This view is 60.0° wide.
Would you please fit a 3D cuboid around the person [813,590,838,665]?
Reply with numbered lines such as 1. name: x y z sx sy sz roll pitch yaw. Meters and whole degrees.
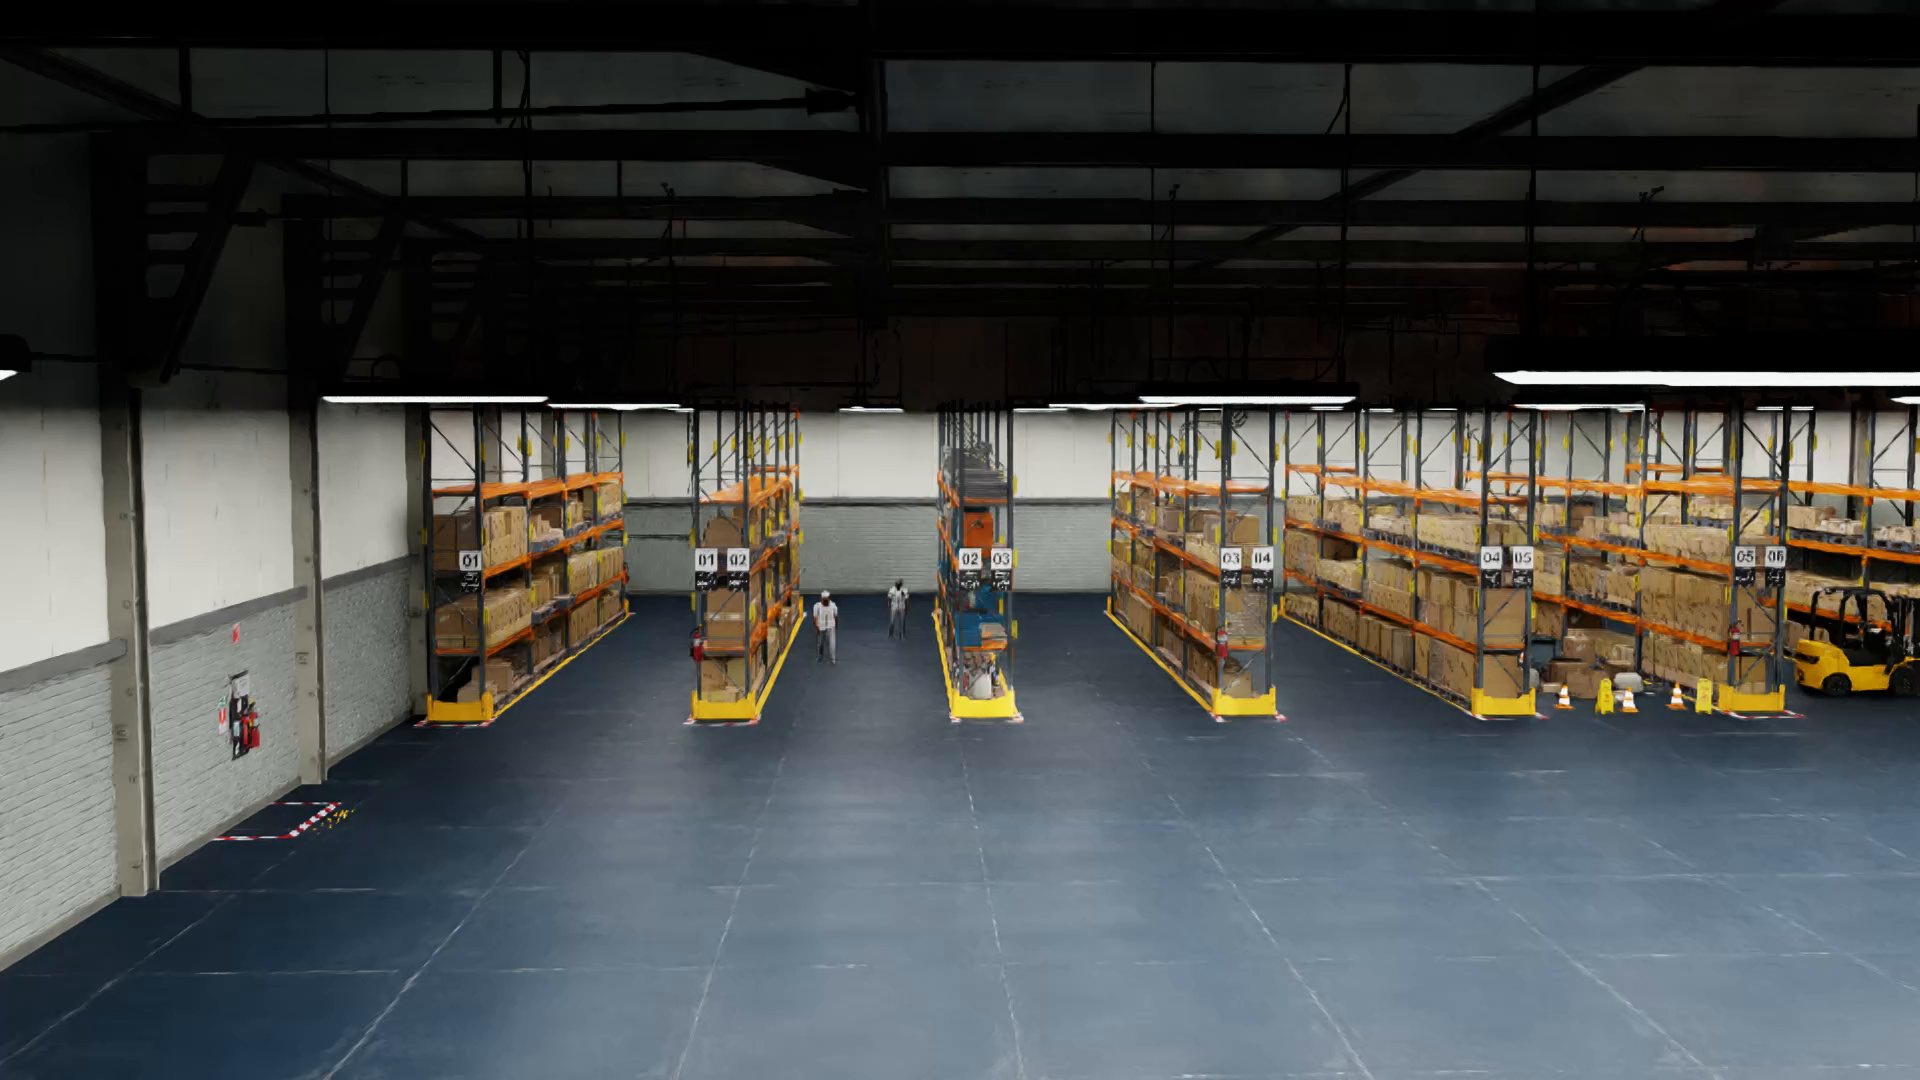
1. person: -3.071 1.980 38.009 0.598 1.690 1.094 -1 4 -11

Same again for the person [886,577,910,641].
1. person: -1.559 1.734 41.940 0.592 1.629 0.526 0 4 -3

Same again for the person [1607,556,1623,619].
1. person: 18.238 1.330 46.007 0.516 1.776 0.634 0 4 4

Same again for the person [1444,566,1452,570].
1. person: 14.835 1.068 50.066 0.635 1.711 0.587 -3 5 -37
